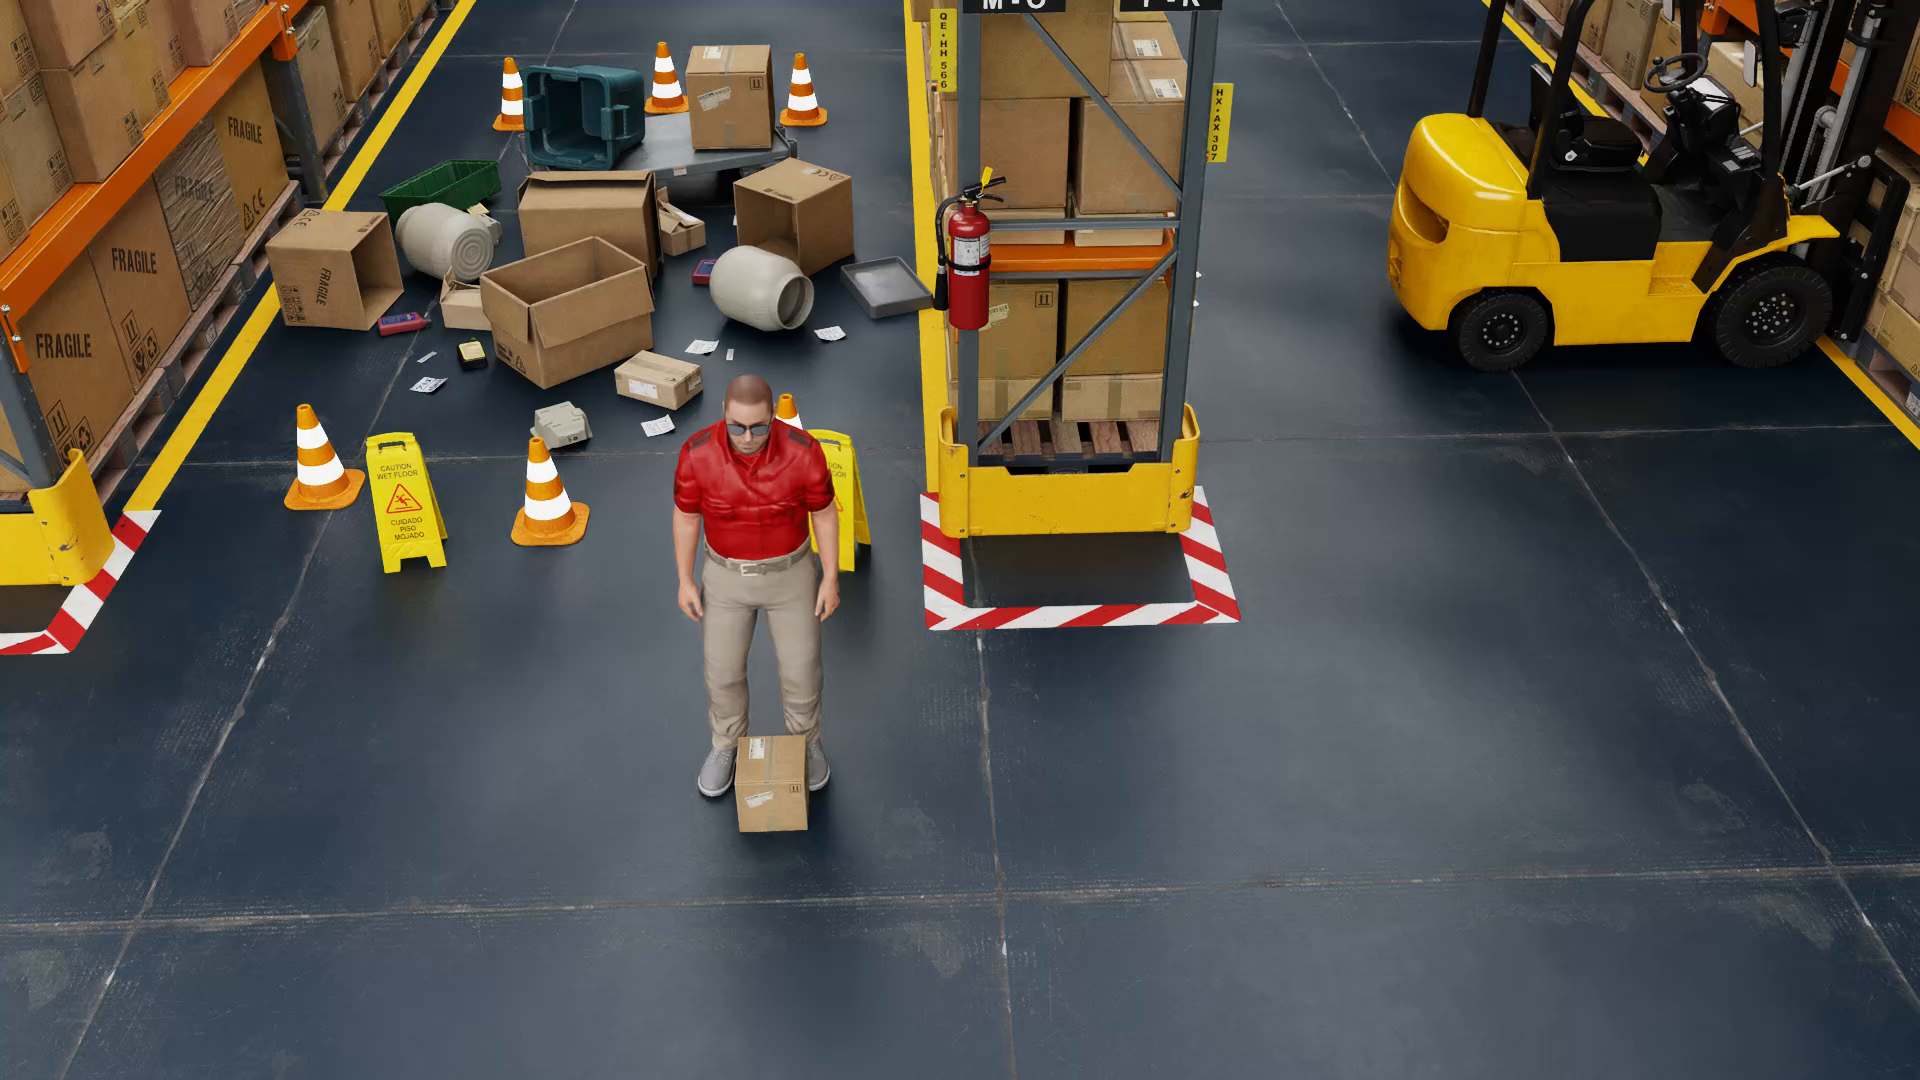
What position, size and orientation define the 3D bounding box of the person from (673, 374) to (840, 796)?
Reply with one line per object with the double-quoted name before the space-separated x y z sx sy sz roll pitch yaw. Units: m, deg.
"person" -0.717 0.151 5.941 0.586 1.726 0.396 -1 35 -2
